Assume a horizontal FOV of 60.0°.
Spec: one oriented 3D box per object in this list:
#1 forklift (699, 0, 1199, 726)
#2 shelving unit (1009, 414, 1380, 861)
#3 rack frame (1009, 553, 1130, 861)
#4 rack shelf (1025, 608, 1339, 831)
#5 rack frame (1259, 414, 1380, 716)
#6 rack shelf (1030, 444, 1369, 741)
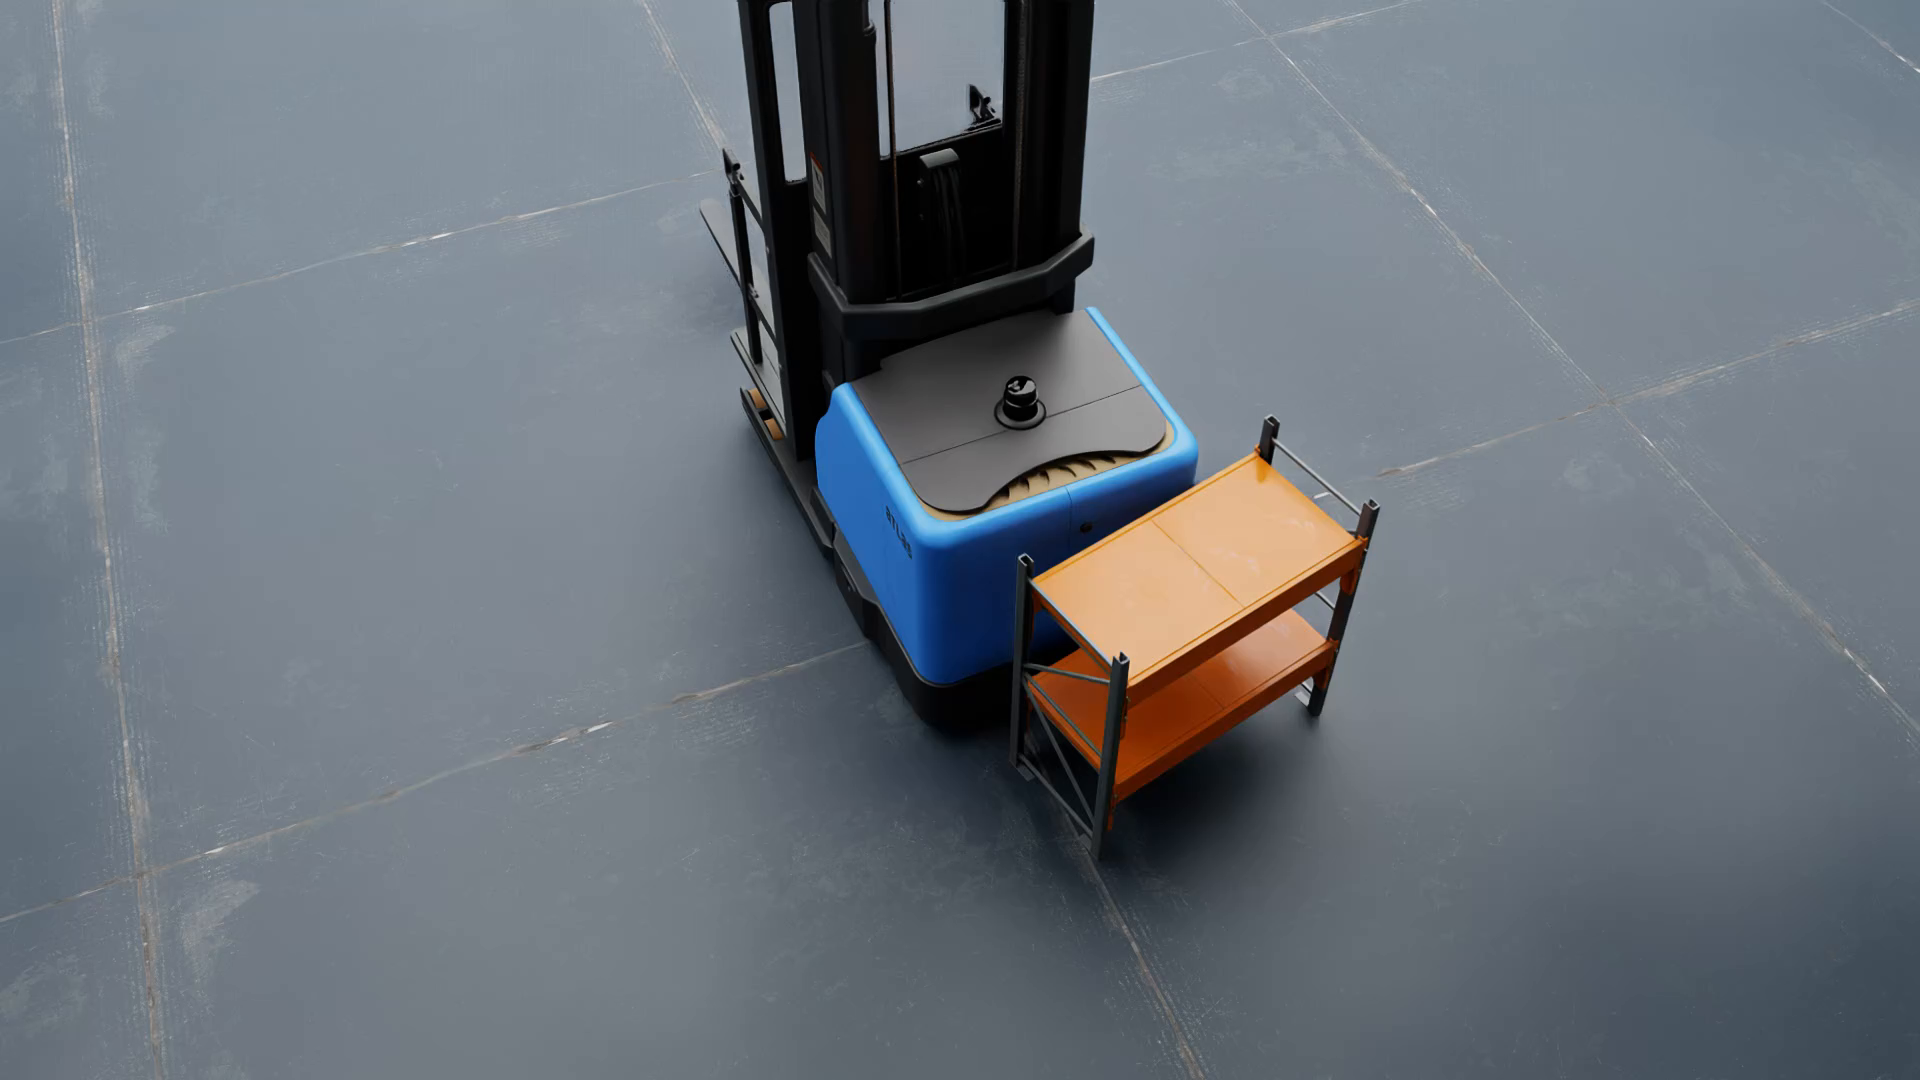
[{"bbox_3d":[-0.264,-1.427,5.885,1.130,2.935,3.031,-19,52,-16],"label":"forklift"},{"bbox_3d":[0.745,0.340,5.558,1.048,1.125,0.538,-29,55,-22],"label":"shelving unit"},{"bbox_3d":[0.334,0.566,5.363,0.032,1.125,0.500,-29,55,-22],"label":"rack frame"},{"bbox_3d":[0.745,0.499,5.743,1.000,0.278,0.538,-29,55,-22],"label":"rack shelf"},{"bbox_3d":[1.157,0.113,5.752,0.032,1.125,0.500,-29,55,-22],"label":"rack frame"},{"bbox_3d":[0.745,0.149,5.335,1.000,0.278,0.538,-29,55,-22],"label":"rack shelf"}]
